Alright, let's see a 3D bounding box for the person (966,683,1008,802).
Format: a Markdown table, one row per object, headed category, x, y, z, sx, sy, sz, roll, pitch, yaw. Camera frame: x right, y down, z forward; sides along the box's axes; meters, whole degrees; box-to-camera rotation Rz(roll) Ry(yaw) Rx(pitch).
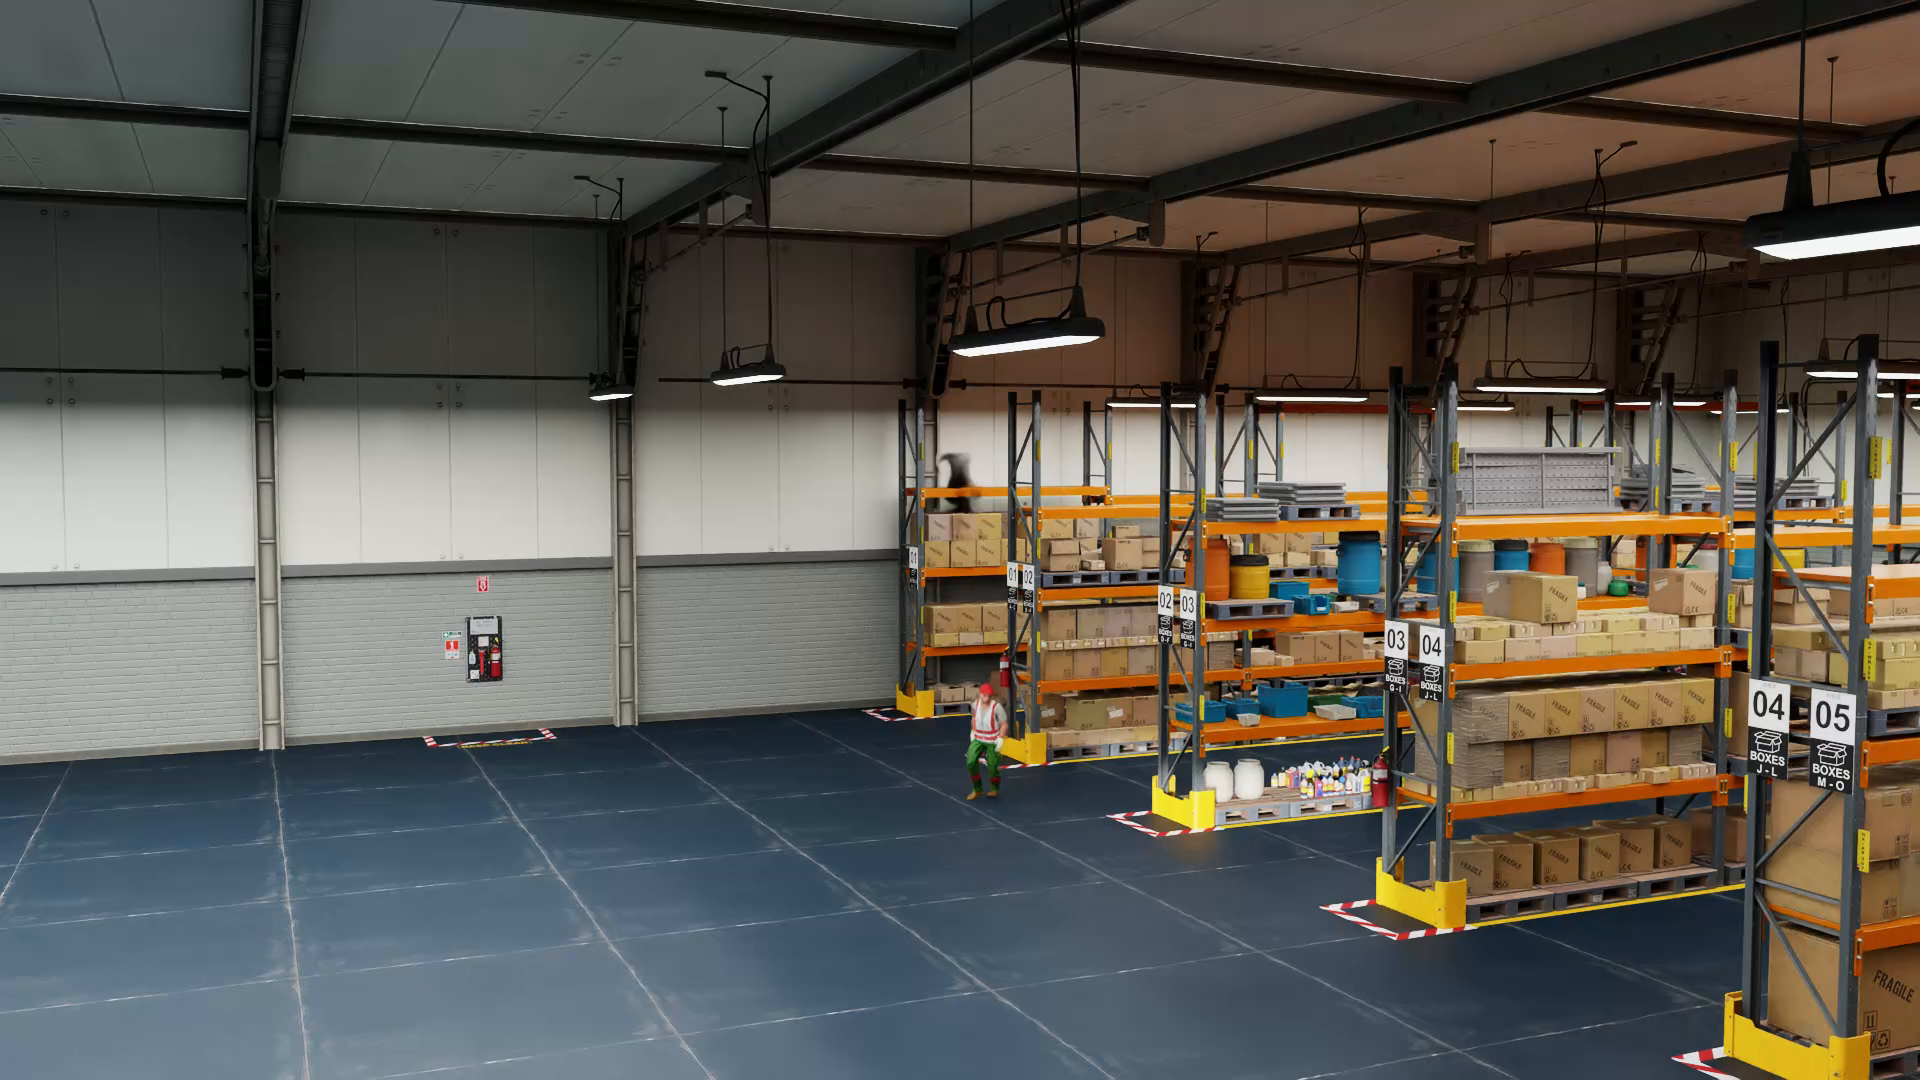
| category | x | y | z | sx | sy | sz | roll | pitch | yaw |
| --- | --- | --- | --- | --- | --- | --- | --- | --- | --- |
| person | 0.405 | 2.901 | 23.979 | 0.658 | 1.730 | 0.737 | 1 | 4 | 21 |
